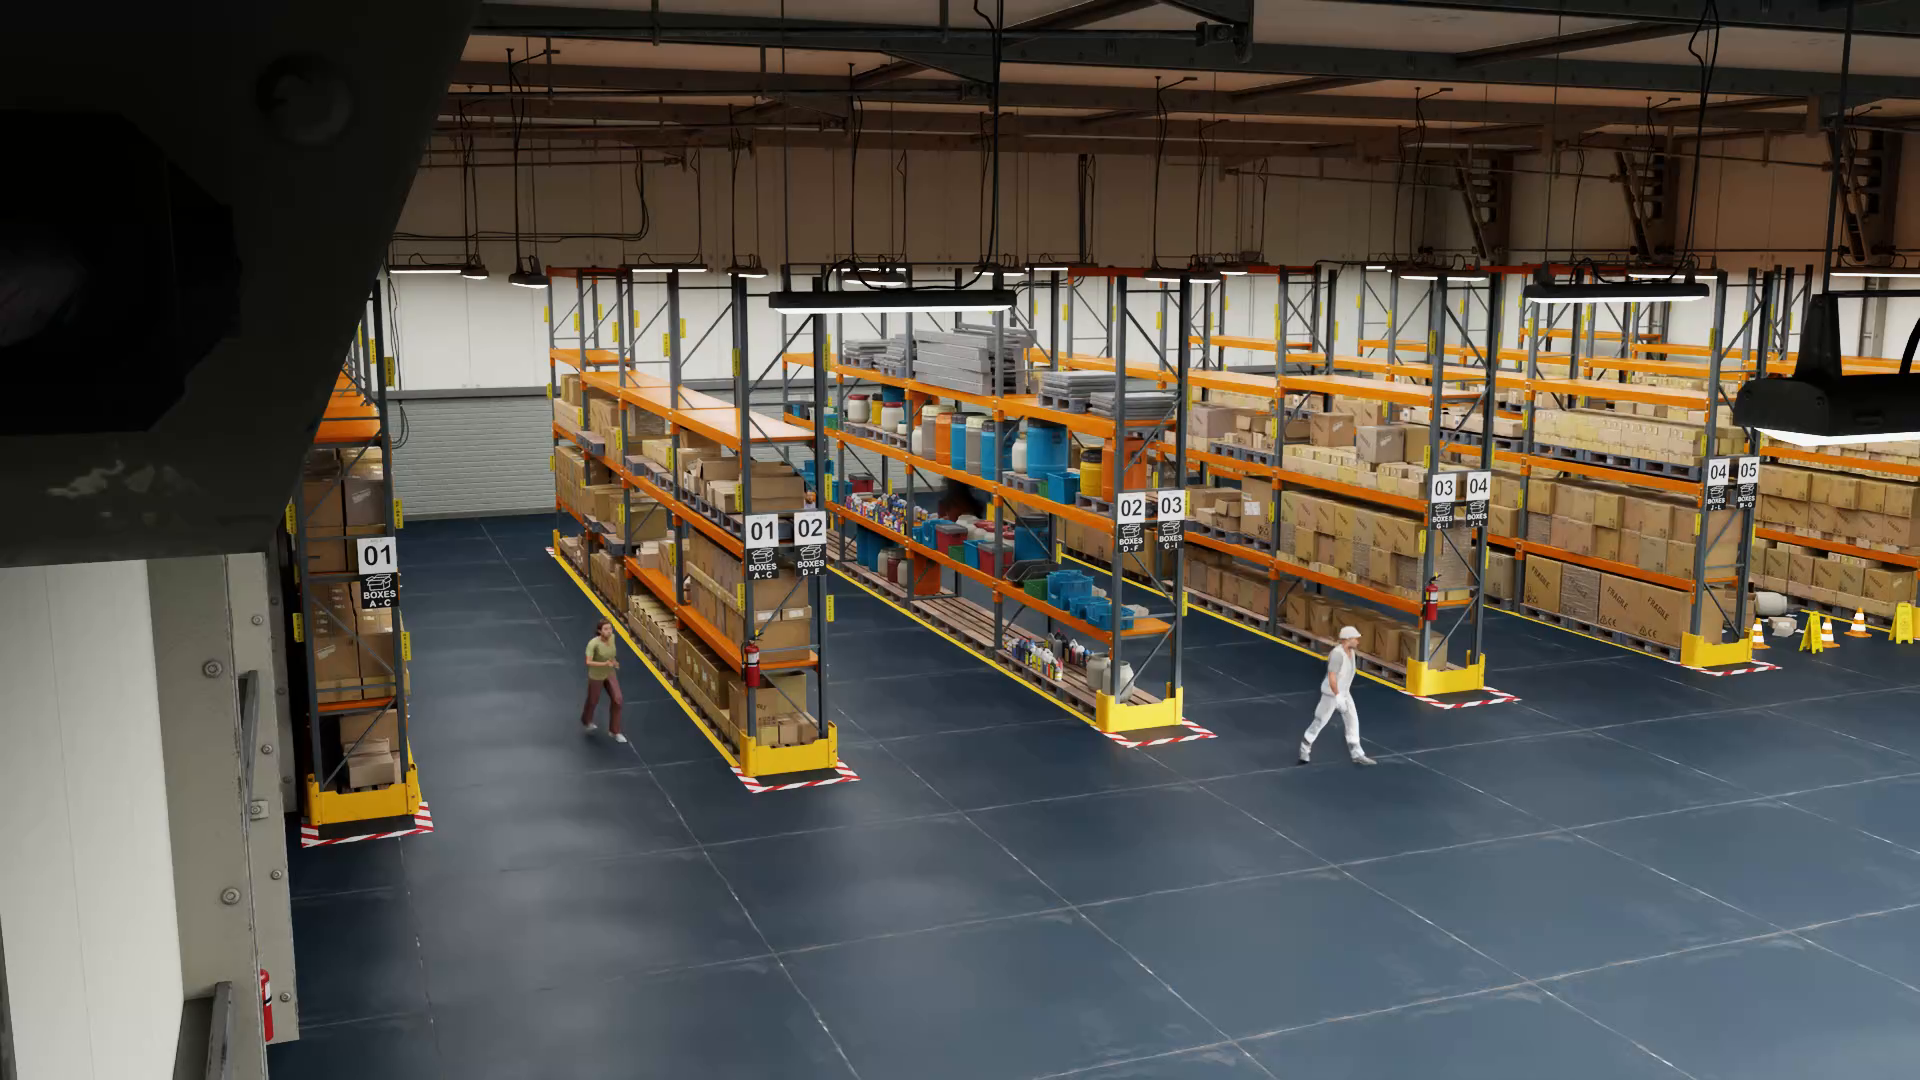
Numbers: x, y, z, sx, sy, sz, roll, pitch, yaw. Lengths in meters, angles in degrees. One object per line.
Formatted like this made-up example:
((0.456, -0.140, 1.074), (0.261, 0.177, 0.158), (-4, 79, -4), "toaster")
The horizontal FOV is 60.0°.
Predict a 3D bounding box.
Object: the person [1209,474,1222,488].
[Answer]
((6.424, -1.620, 41.368), (0.692, 1.632, 0.577), (0, 10, 3), "person")

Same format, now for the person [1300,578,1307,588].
((6.664, 0.118, 31.507), (0.679, 1.601, 0.504), (0, 10, -2), "person")

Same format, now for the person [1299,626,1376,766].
((4.703, 1.917, 20.618), (0.910, 1.736, 0.700), (8, 13, 38), "person")

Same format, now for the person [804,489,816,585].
((-2.765, -0.081, 30.656), (0.597, 1.705, 0.737), (-3, 10, -16), "person")

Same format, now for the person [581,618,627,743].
((-4.684, 1.793, 21.673), (0.573, 1.639, 0.940), (-8, 13, -38), "person")
